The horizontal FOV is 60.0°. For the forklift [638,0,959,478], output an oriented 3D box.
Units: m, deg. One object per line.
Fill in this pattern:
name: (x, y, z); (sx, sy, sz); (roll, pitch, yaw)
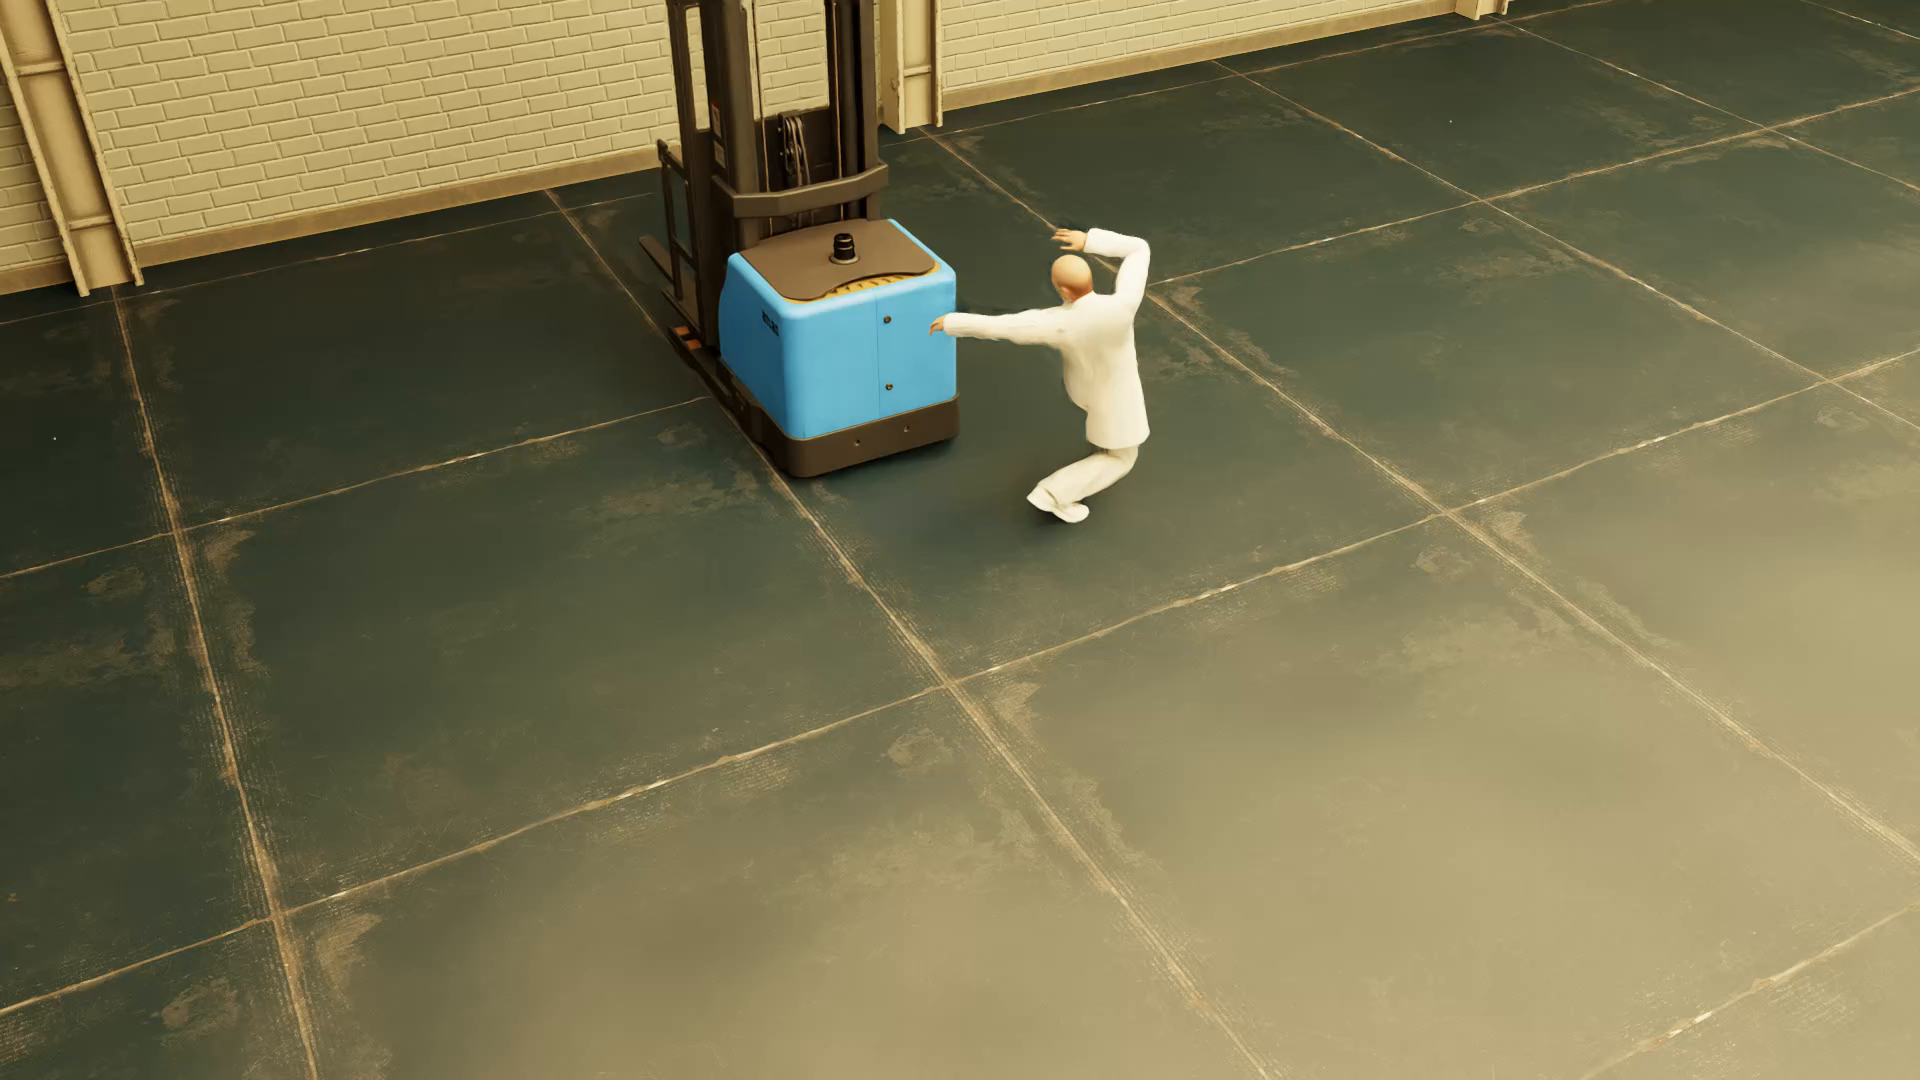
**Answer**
forklift: (-1.146, -2.367, 9.472); (1.130, 2.935, 3.031); (-17, 39, -23)

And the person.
person: (0.498, -0.943, 8.729); (1.111, 1.505, 0.970); (20, 40, 26)
